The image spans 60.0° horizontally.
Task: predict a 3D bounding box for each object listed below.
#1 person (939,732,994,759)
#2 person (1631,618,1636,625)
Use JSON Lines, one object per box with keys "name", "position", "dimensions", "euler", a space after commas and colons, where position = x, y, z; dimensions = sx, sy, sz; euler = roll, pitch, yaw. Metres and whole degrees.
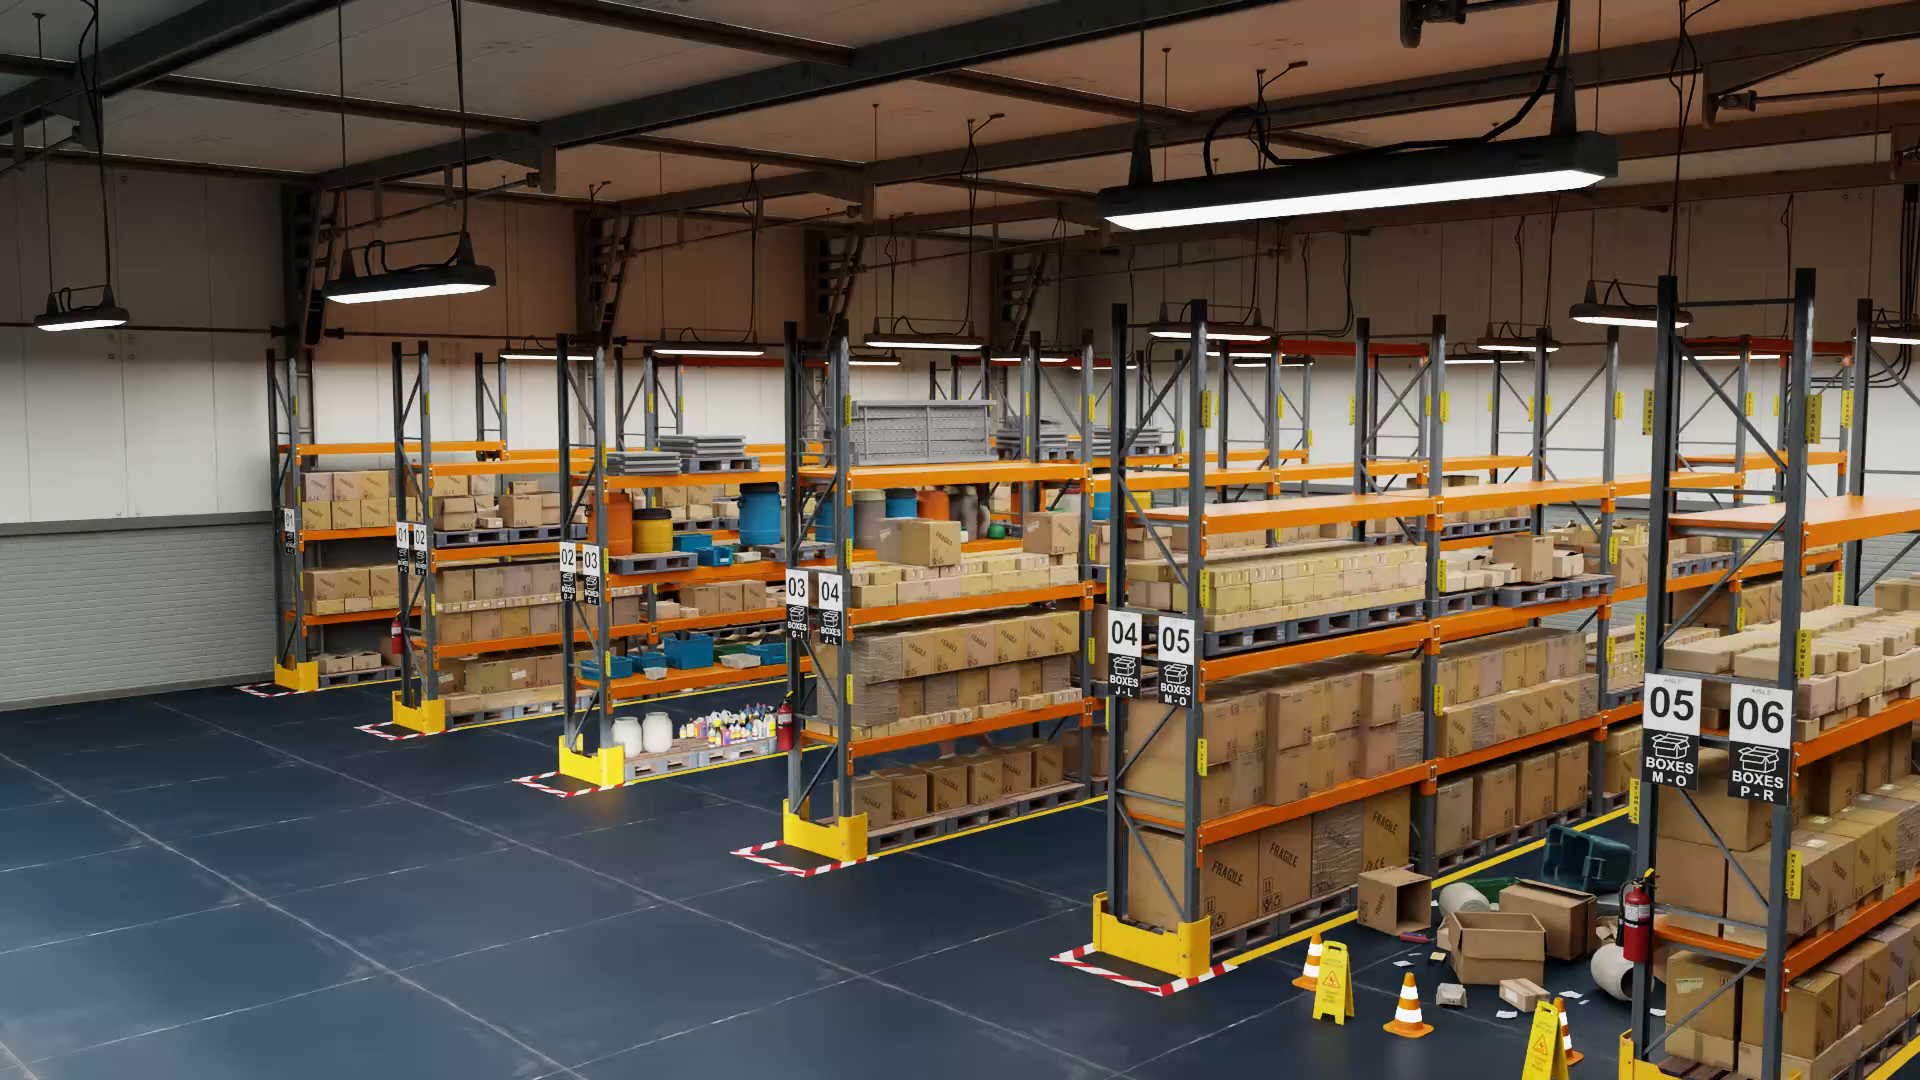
{"name": "person", "position": [0.070, 2.251, 22.575], "dimensions": [1.017, 1.519, 0.586], "euler": [-3, 6, -28]}
{"name": "person", "position": [10.683, 2.071, 26.050], "dimensions": [0.896, 1.741, 0.592], "euler": [-3, 6, -35]}
